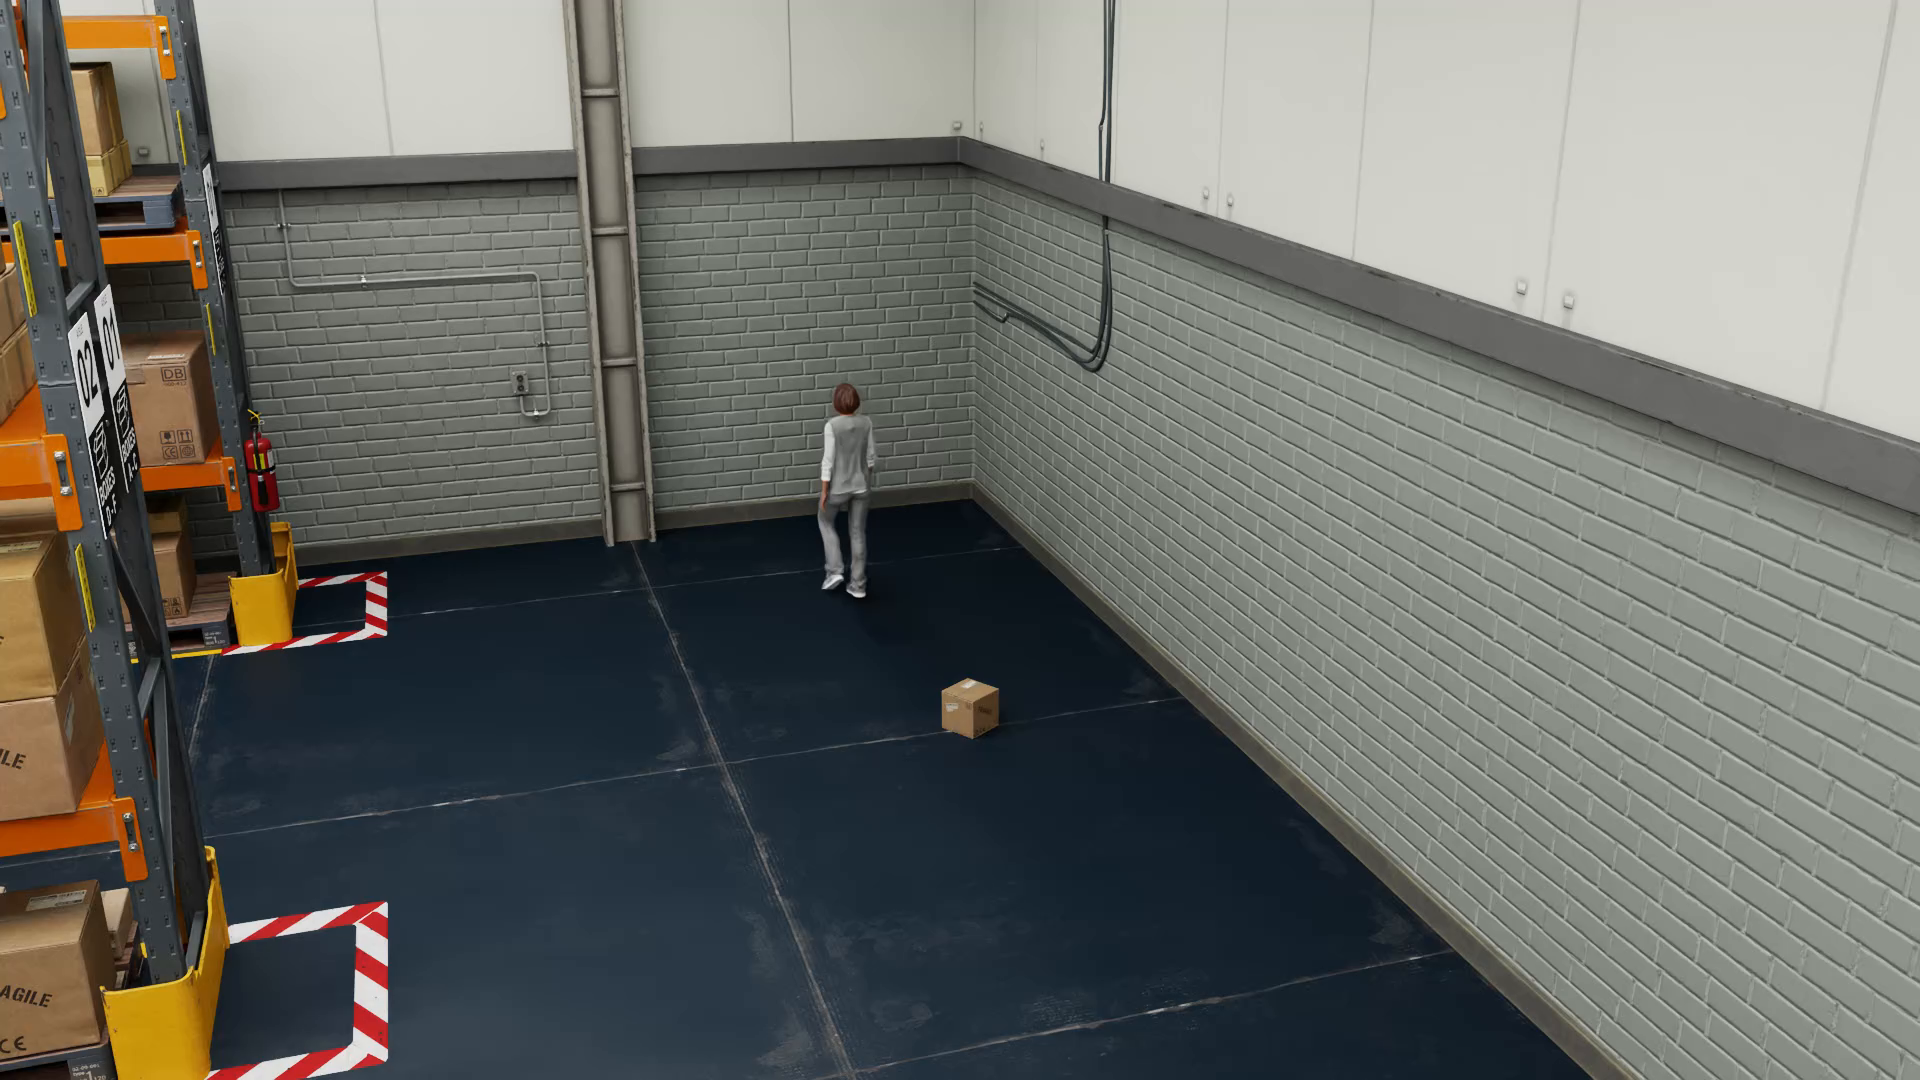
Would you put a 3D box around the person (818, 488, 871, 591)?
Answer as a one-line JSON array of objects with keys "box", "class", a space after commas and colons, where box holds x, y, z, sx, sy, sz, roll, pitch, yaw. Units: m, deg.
[{"box": [-0.824, -0.086, 12.148, 0.350, 0.827, 0.490, -8, 21, -21], "class": "person"}]
